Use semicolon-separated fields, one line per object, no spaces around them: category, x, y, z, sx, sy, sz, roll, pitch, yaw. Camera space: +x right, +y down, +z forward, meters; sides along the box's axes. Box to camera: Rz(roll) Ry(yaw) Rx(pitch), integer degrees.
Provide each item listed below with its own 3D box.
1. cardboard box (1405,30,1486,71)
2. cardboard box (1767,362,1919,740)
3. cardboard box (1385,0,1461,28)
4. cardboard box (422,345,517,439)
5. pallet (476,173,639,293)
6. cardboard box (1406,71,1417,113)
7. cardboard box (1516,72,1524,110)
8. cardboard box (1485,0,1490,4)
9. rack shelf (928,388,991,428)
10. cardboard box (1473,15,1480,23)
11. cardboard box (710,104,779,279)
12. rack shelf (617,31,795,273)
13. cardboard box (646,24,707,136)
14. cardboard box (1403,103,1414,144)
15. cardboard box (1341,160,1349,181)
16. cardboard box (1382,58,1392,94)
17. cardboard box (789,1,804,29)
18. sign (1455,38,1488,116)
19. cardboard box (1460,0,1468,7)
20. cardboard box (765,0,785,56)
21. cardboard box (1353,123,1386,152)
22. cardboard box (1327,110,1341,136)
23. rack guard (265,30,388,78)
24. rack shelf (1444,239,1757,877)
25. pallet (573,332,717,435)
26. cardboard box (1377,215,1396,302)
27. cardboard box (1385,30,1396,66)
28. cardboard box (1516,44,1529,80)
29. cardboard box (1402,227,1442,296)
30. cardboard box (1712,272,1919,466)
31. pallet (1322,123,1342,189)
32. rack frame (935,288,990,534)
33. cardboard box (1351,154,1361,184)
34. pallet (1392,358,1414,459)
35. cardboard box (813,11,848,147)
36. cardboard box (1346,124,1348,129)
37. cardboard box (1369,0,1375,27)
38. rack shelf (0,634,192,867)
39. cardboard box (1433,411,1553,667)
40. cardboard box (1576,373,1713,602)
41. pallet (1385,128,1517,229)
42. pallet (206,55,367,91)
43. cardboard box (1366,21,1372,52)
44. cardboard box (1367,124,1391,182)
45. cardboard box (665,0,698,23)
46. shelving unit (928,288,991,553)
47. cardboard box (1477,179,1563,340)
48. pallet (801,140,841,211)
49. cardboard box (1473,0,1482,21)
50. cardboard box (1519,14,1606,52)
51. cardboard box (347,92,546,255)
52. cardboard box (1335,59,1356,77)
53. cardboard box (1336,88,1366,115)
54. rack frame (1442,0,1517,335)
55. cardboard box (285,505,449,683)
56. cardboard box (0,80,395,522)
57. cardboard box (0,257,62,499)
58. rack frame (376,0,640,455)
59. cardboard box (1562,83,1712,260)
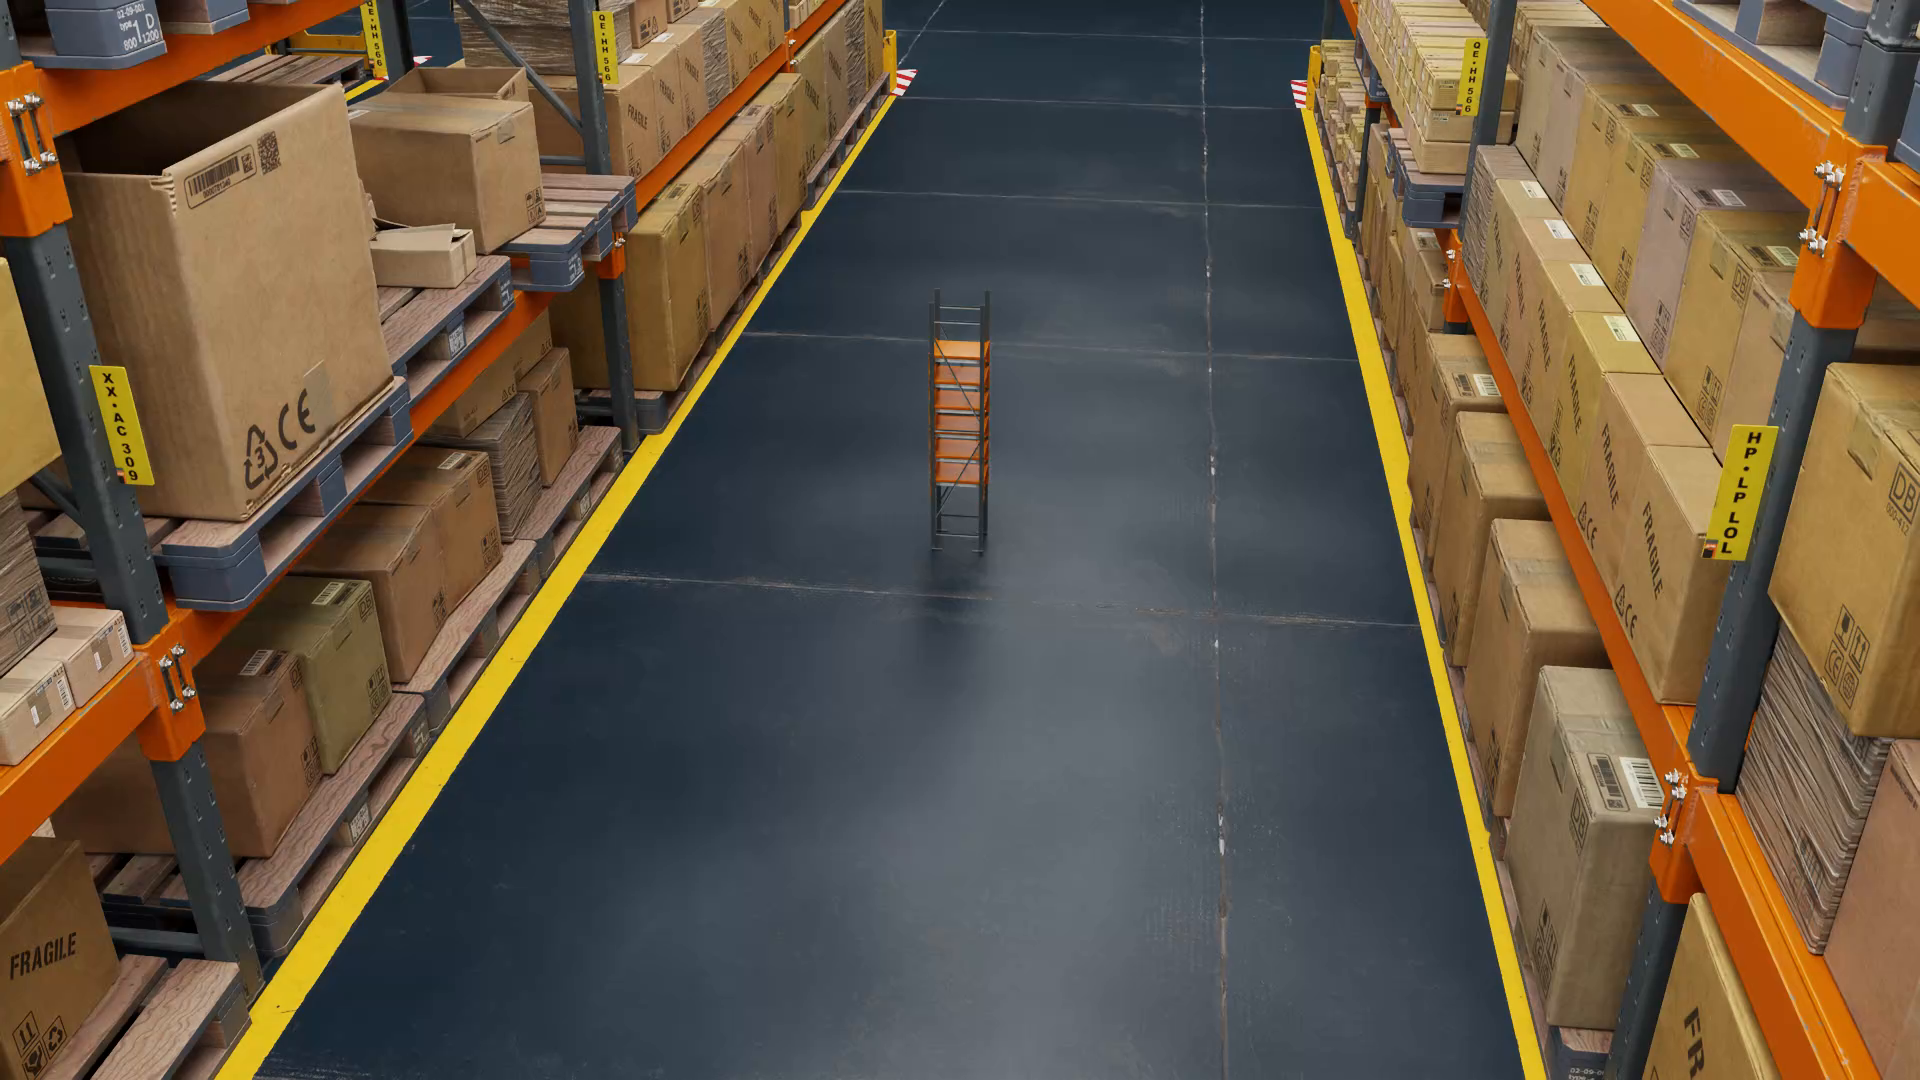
cardboard box;2.437;-2.442;8.316;0.380;0.149;0.250;4;29;8
cardboard box;2.168;0.032;3.232;0.875;0.550;0.550;3;28;6
cardboard box;2.566;-2.933;9.227;0.380;0.149;0.250;4;29;8
cardboard box;-2.280;-0.673;7.218;0.500;0.250;0.500;7;29;12
pallet;-2.154;-1.391;7.372;1.213;0.211;1.003;3;28;6
cardboard box;2.407;-2.195;8.171;0.380;0.149;0.250;4;29;7
cardboard box;3.153;-2.379;8.825;0.380;0.149;0.250;4;29;7
cardboard box;3.307;-3.252;9.819;0.380;0.149;0.250;2;28;5
rack shelf;-0.002;-0.588;7.417;0.258;0.103;0.180;3;28;6
cardboard box;3.344;-3.118;10.197;0.380;0.149;0.250;4;29;6
cardboard box;-1.850;-2.227;10.518;1.225;0.875;0.875;2;28;4
rack shelf;-1.928;-2.442;9.879;1.077;0.370;4.000;3;28;6
cardboard box;-1.723;-2.559;9.231;0.500;0.500;0.500;3;28;5
cardboard box;2.405;-2.053;8.219;0.380;0.149;0.250;4;29;7
cardboard box;3.021;-2.744;12.244;0.380;0.149;0.250;2;28;5
cardboard box;2.534;-2.547;9.136;0.380;0.149;0.250;2;28;4
cardboard box;-1.316;-3.709;11.738;0.380;0.149;0.250;3;29;6
sign;2.198;-1.983;7.132;0.100;0.325;0.005;3;28;6
cardboard box;3.538;-3.758;11.144;0.500;0.500;0.500;3;28;5
cardboard box;-1.469;-3.508;10.994;0.500;0.500;0.500;3;29;6
cardboard box;3.005;-2.861;11.834;0.380;0.149;0.250;4;29;7
cardboard box;3.168;-3.352;13.372;0.380;0.149;0.250;2;28;4
rack guard;-6.118;-4.782;16.100;1.175;0.500;0.348;3;28;6
rack shelf;2.493;-0.223;5.760;1.077;0.370;4.000;3;28;6
pallet;-2.001;-0.956;9.303;1.003;0.211;1.213;3;28;6
cardboard box;2.760;-1.620;9.787;0.500;0.500;0.500;4;29;7
cardboard box;2.533;-2.675;9.060;0.380;0.149;0.250;3;28;5
cardboard box;3.152;-2.509;8.753;0.380;0.149;0.250;3;28;6
cardboard box;2.612;-1.472;8.721;0.500;0.250;0.500;4;29;7
cardboard box;2.302;-0.317;4.016;0.700;0.500;0.500;3;28;5
pallet;3.422;-3.031;13.153;1.003;0.211;1.213;3;28;6
rack frame;0.009;-0.564;7.533;0.240;1.200;0.006;3;28;6
cardboard box;2.951;-2.592;11.648;0.380;0.149;0.250;4;29;7
pallet;2.835;-0.622;8.681;1.003;0.211;1.213;3;28;6
cardboard box;-1.412;-3.679;13.214;0.875;0.875;0.875;3;28;6
cardboard box;3.180;-3.205;12.787;0.380;0.149;0.250;2;28;4
cardboard box;2.662;-3.167;9.975;0.380;0.149;0.250;4;29;7
rack shelf;-2.908;1.324;2.889;1.077;0.370;4.000;3;28;6
cardboard box;2.470;0.017;6.485;1.050;0.750;0.750;4;29;7
cardboard box;2.108;-0.142;4.745;0.500;0.500;0.500;3;28;6
pallet;2.719;-1.739;8.017;1.213;0.211;1.003;3;28;6
pallet;-6.248;-4.257;15.430;1.003;0.211;1.213;3;28;6
cardboard box;2.660;-3.032;10.037;0.380;0.149;0.250;4;29;7
cardboard box;2.875;-2.446;10.531;0.500;0.250;0.500;2;28;4
cardboard box;-1.909;-3.269;9.492;0.797;0.503;0.637;4;29;8
shelving unit;-0.002;-0.521;7.453;0.258;1.200;0.189;3;28;6
cardboard box;2.355;-1.090;6.506;0.500;0.500;0.500;3;28;6
pallet;-1.512;-2.826;12.773;1.003;0.211;1.213;3;28;6
cardboard box;3.344;-3.247;10.122;0.380;0.149;0.250;4;29;7
cardboard box;3.146;-2.643;8.688;0.380;0.149;0.250;4;29;8
cardboard box;-2.168;-1.521;6.863;0.700;0.500;0.500;8;29;14
cardboard box;3.296;-3.843;13.656;0.380;0.149;0.250;2;28;4
cardboard box;3.100;-3.357;12.754;0.380;0.149;0.250;2;28;4
rack frame;2.738;-1.481;7.337;1.000;3.000;0.127;3;28;6
cardboard box;-2.421;0.198;6.392;0.700;0.500;0.500;1;28;2
cardboard box;-2.426;-0.749;4.903;1.000;1.000;1.000;4;29;7
cardboard box;-2.445;-0.322;3.711;0.500;0.500;0.500;3;28;6
rack frame;-2.173;-1.817;7.961;1.000;3.000;0.127;3;28;6
cardboard box;2.551;-1.275;5.795;0.700;0.500;0.500;3;28;5
